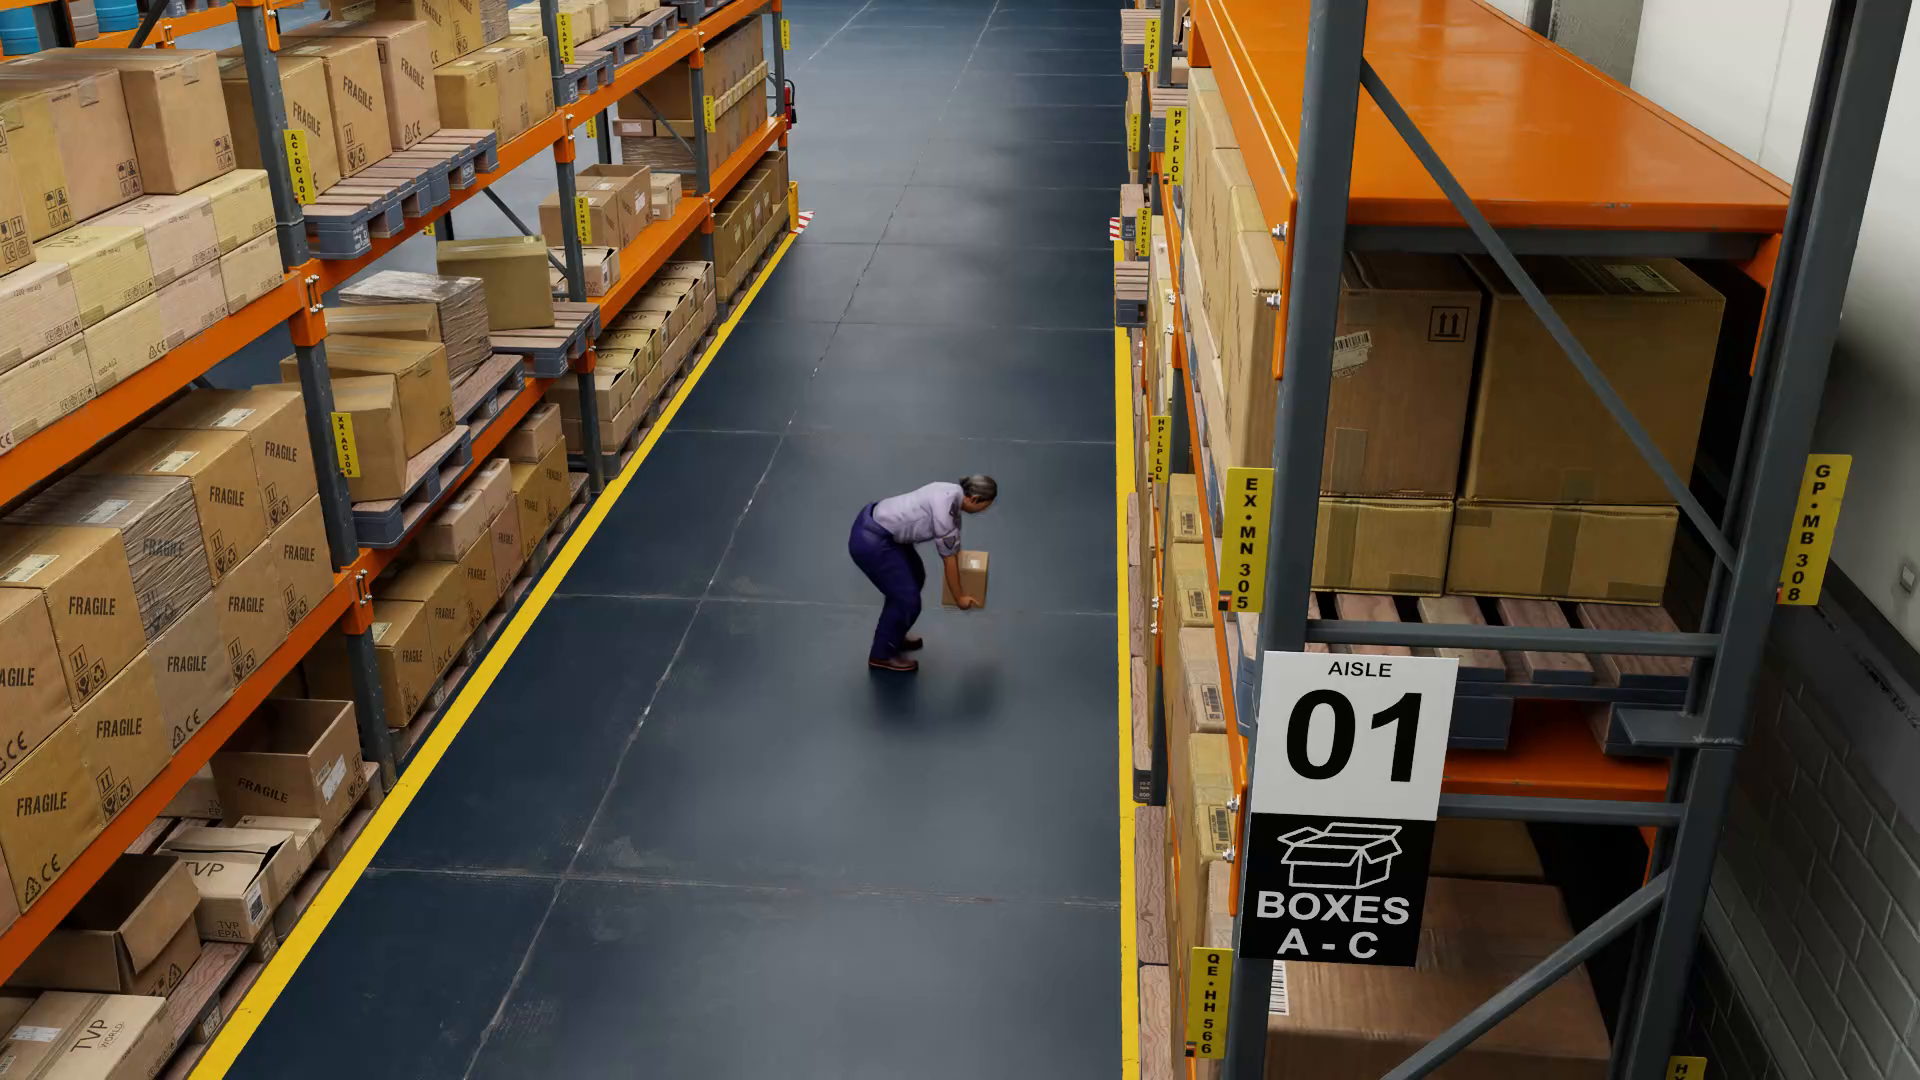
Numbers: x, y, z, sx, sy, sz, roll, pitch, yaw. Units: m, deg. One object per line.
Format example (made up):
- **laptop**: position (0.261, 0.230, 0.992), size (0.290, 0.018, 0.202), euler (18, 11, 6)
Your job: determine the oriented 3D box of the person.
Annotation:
- **person**: position (-0.191, 0.170, 9.805), size (0.813, 1.193, 0.471), euler (1, 25, 2)
